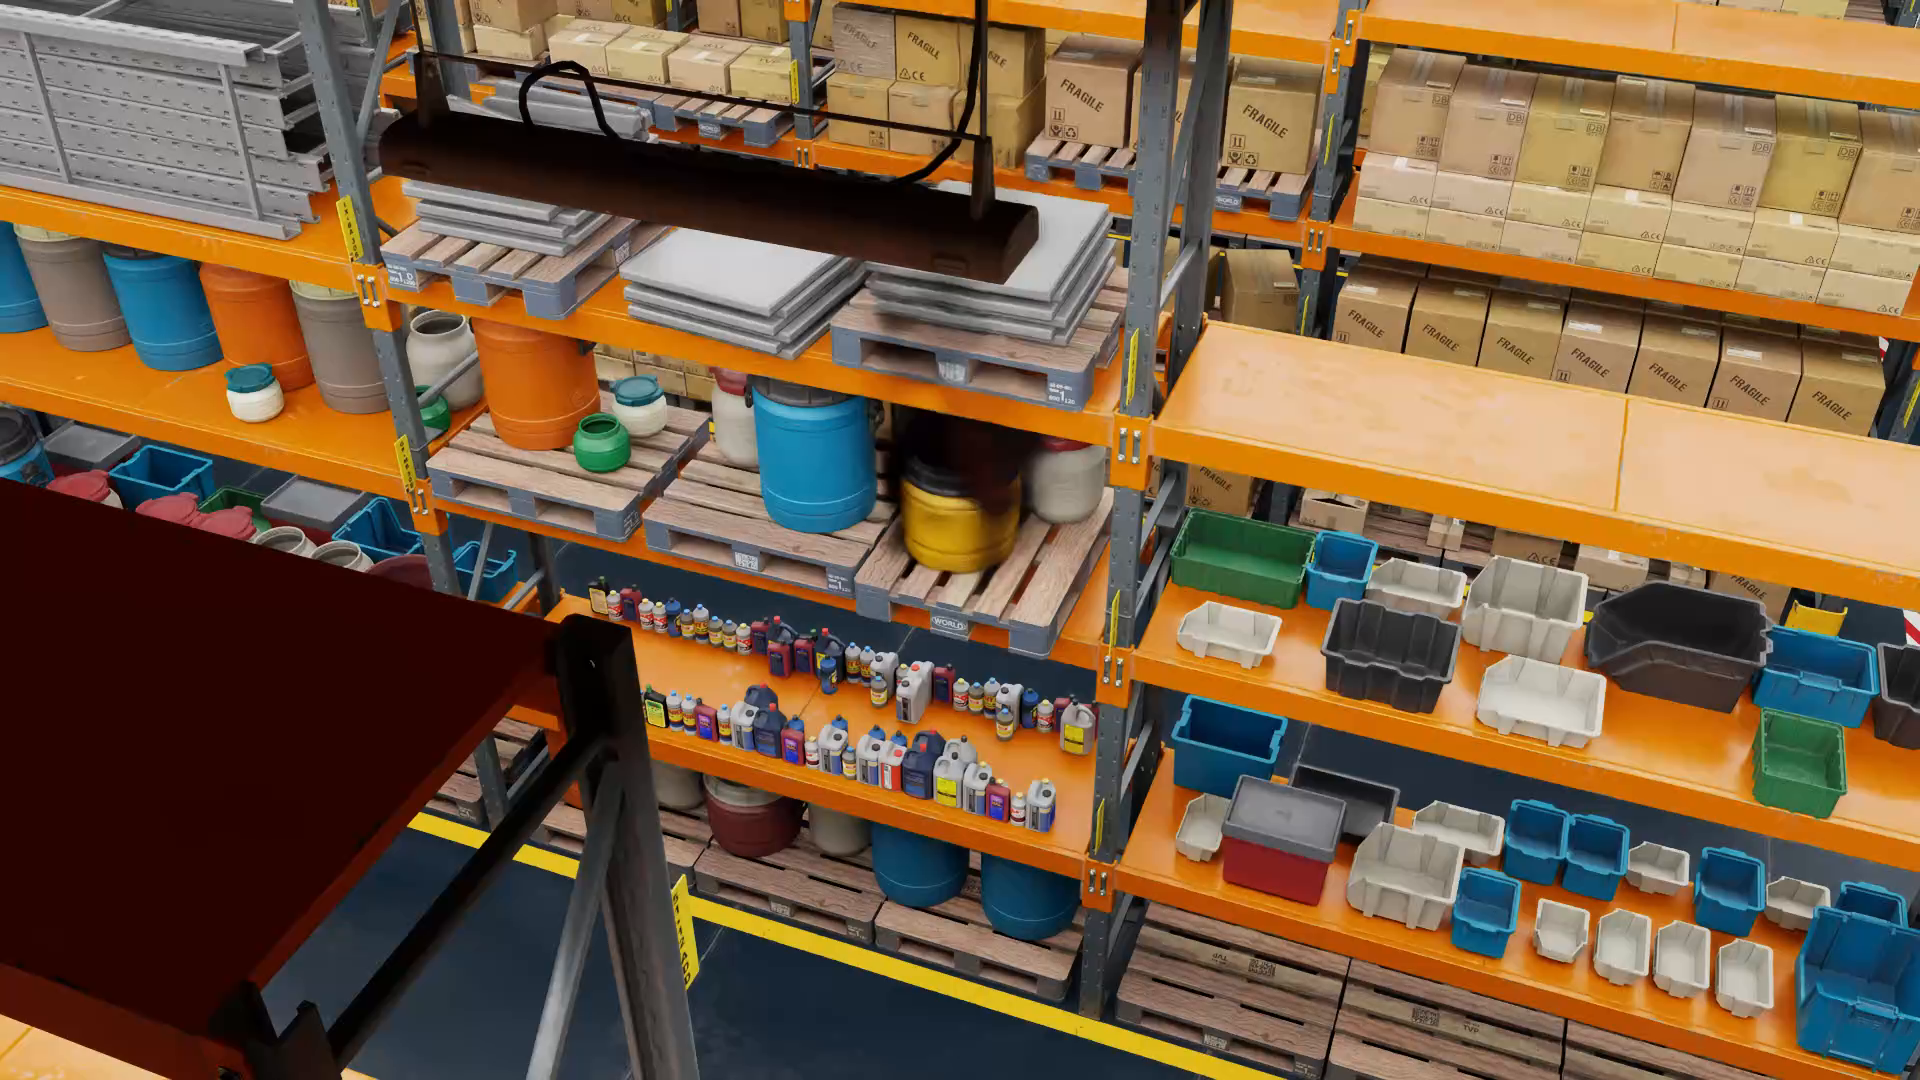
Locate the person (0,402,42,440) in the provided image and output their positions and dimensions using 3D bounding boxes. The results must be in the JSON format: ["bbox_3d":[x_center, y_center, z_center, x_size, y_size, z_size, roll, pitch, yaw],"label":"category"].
[{"bbox_3d":[-7.932,-1.179,13.503,0.937,1.784,0.652,8,37,11],"label":"person"}]
